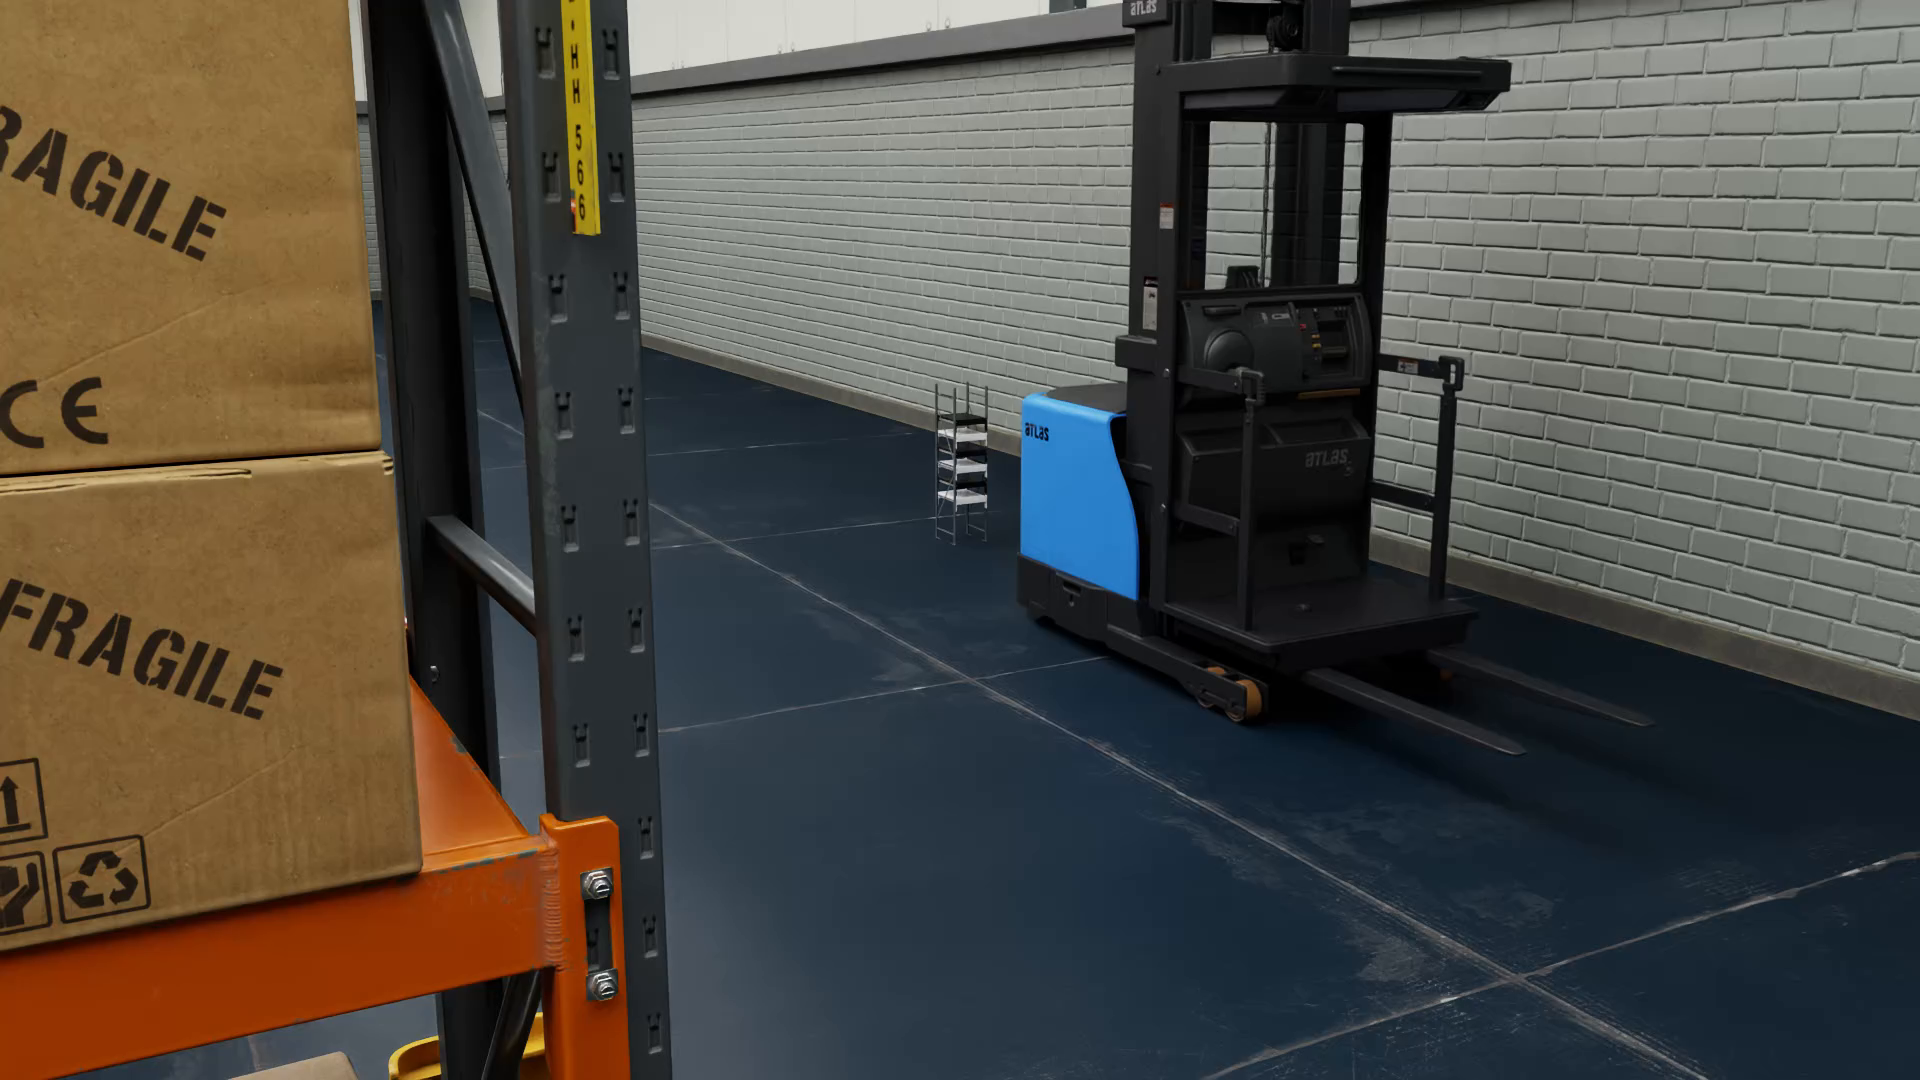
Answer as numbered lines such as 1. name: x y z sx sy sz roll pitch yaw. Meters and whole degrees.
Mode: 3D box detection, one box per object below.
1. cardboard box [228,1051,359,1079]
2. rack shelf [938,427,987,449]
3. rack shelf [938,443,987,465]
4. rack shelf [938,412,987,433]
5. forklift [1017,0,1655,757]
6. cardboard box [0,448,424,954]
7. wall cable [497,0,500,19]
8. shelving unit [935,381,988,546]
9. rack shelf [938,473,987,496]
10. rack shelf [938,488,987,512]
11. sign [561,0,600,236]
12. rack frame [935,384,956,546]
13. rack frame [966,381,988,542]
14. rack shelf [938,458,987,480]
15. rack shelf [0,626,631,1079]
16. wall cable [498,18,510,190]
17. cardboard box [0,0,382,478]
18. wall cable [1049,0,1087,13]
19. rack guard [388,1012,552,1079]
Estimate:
1. cardboard box: -1.199 1.207 2.295 0.875 0.438 0.875 -7 15 -30
2. rack shelf: 0.007 -0.583 9.482 0.200 0.077 0.258 -7 14 -28
3. rack shelf: 0.007 -0.495 9.502 0.200 0.077 0.258 -7 14 -28
4. rack shelf: 0.007 -0.671 9.462 0.200 0.077 0.258 -7 14 -28
5. forklift: 1.408 -0.834 6.641 1.130 2.935 3.031 -7 14 -27
6. cardboard box: -0.964 0.126 1.991 0.500 0.500 0.500 -7 14 -28
7. wall cable: -6.104 -8.581 22.814 0.112 2.526 3.097 -7 14 -28
8. shelving unit: 0.007 -0.440 9.514 0.210 0.900 0.258 -7 14 -28
9. rack shelf: 0.007 -0.320 9.541 0.200 0.077 0.258 -7 14 -28
10. rack shelf: 0.007 -0.232 9.561 0.200 0.077 0.258 -7 14 -28
11. sign: -0.420 -0.502 1.829 0.005 0.325 0.100 -7 14 -28
12. rack frame: -0.082 -0.429 9.467 0.006 0.900 0.240 -7 14 -28
13. rack frame: 0.096 -0.451 9.562 0.006 0.900 0.240 -7 14 -28
14. rack shelf: 0.007 -0.407 9.521 0.200 0.077 0.258 -7 14 -28
15. rack shelf: -2.423 0.634 1.598 4.000 0.370 1.077 -7 14 -28
16. wall cable: -7.401 -6.639 25.685 0.112 2.526 3.097 -7 14 -28
17. cardboard box: -0.977 -0.367 1.904 0.500 0.500 0.500 -6 14 -26
18. wall cable: 1.198 -6.264 9.620 0.120 5.999 2.277 -7 14 -28
19. rack guard: -0.647 1.290 2.739 0.348 0.500 1.175 -7 14 -28
